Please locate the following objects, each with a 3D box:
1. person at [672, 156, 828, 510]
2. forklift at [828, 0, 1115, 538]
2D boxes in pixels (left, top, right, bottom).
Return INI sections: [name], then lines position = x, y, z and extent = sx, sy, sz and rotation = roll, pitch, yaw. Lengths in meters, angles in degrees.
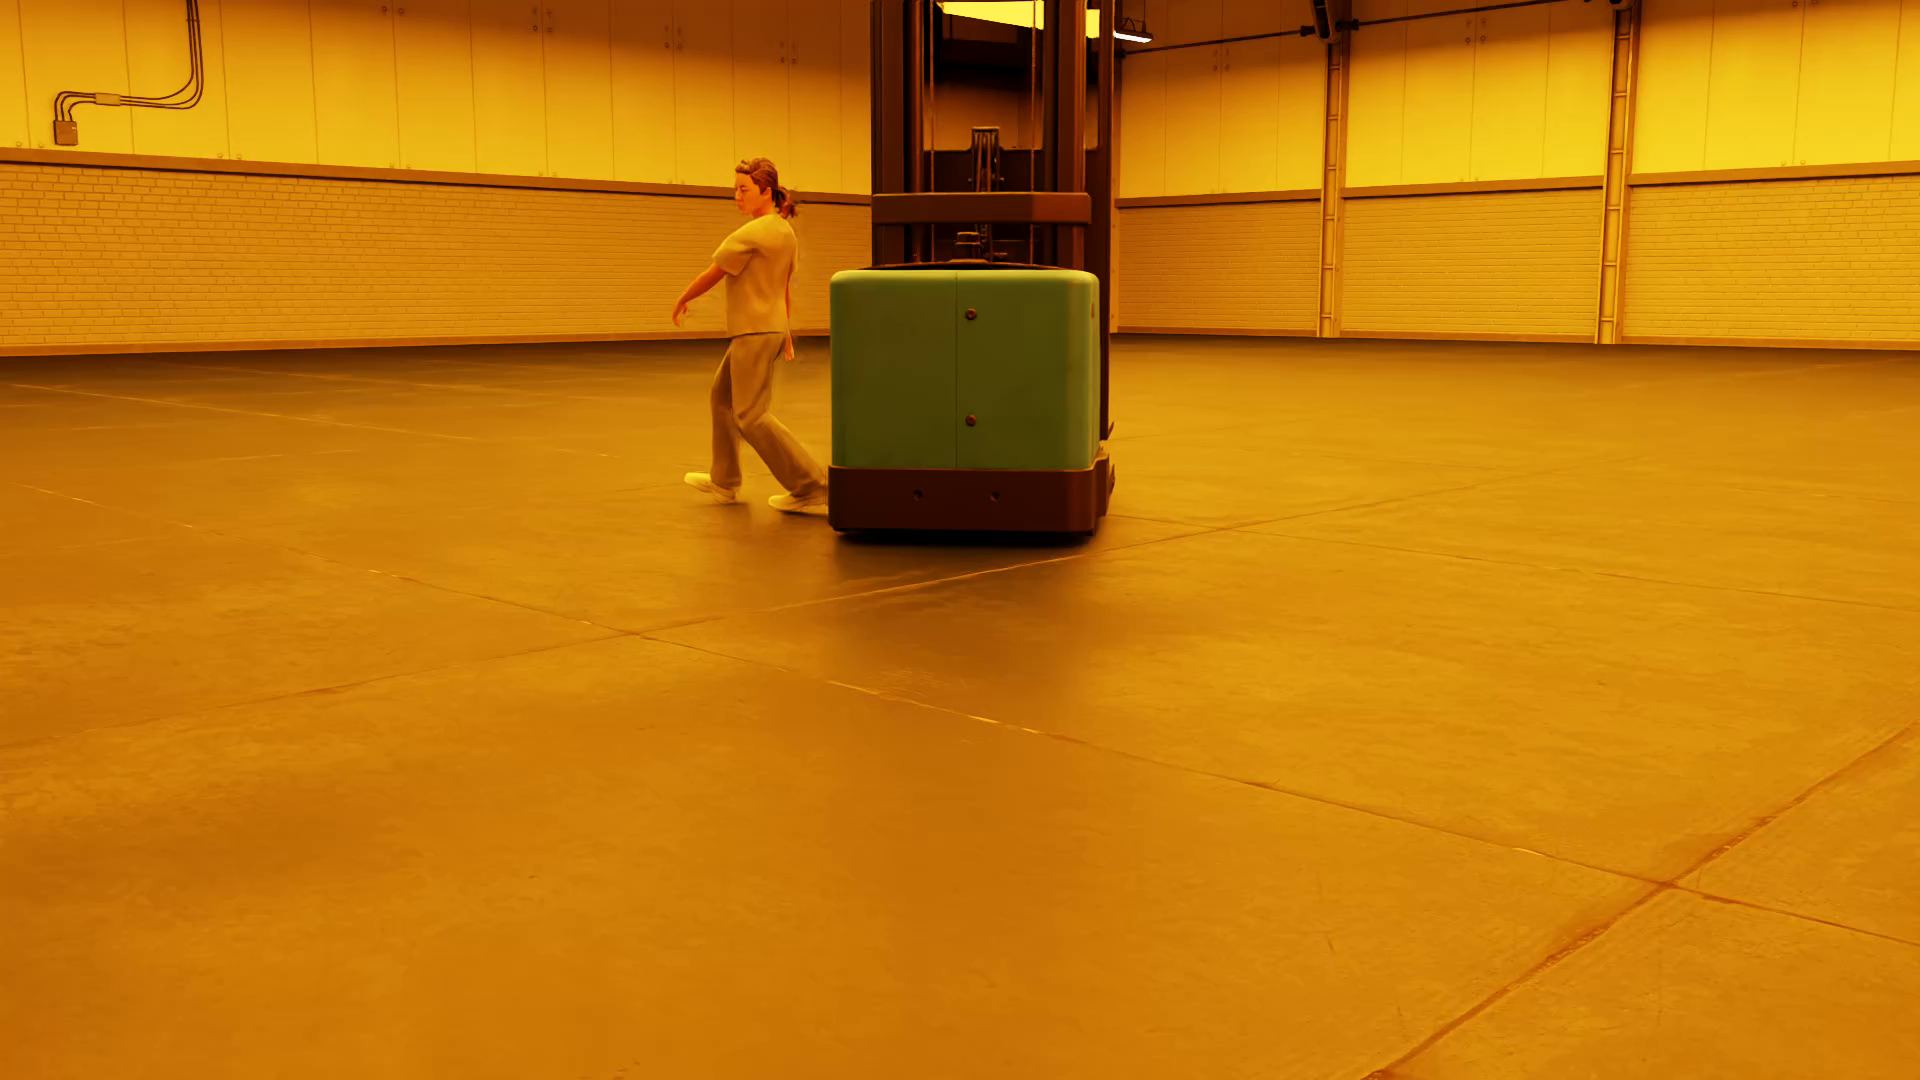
[person]
position = -0.945, -0.941, 7.666
extent = 0.825, 1.598, 0.599
rotation = 1, 9, 9
[forklift]
position = 0.172, -1.640, 7.764
extent = 1.130, 2.935, 3.031
rotation = 1, 9, 7
